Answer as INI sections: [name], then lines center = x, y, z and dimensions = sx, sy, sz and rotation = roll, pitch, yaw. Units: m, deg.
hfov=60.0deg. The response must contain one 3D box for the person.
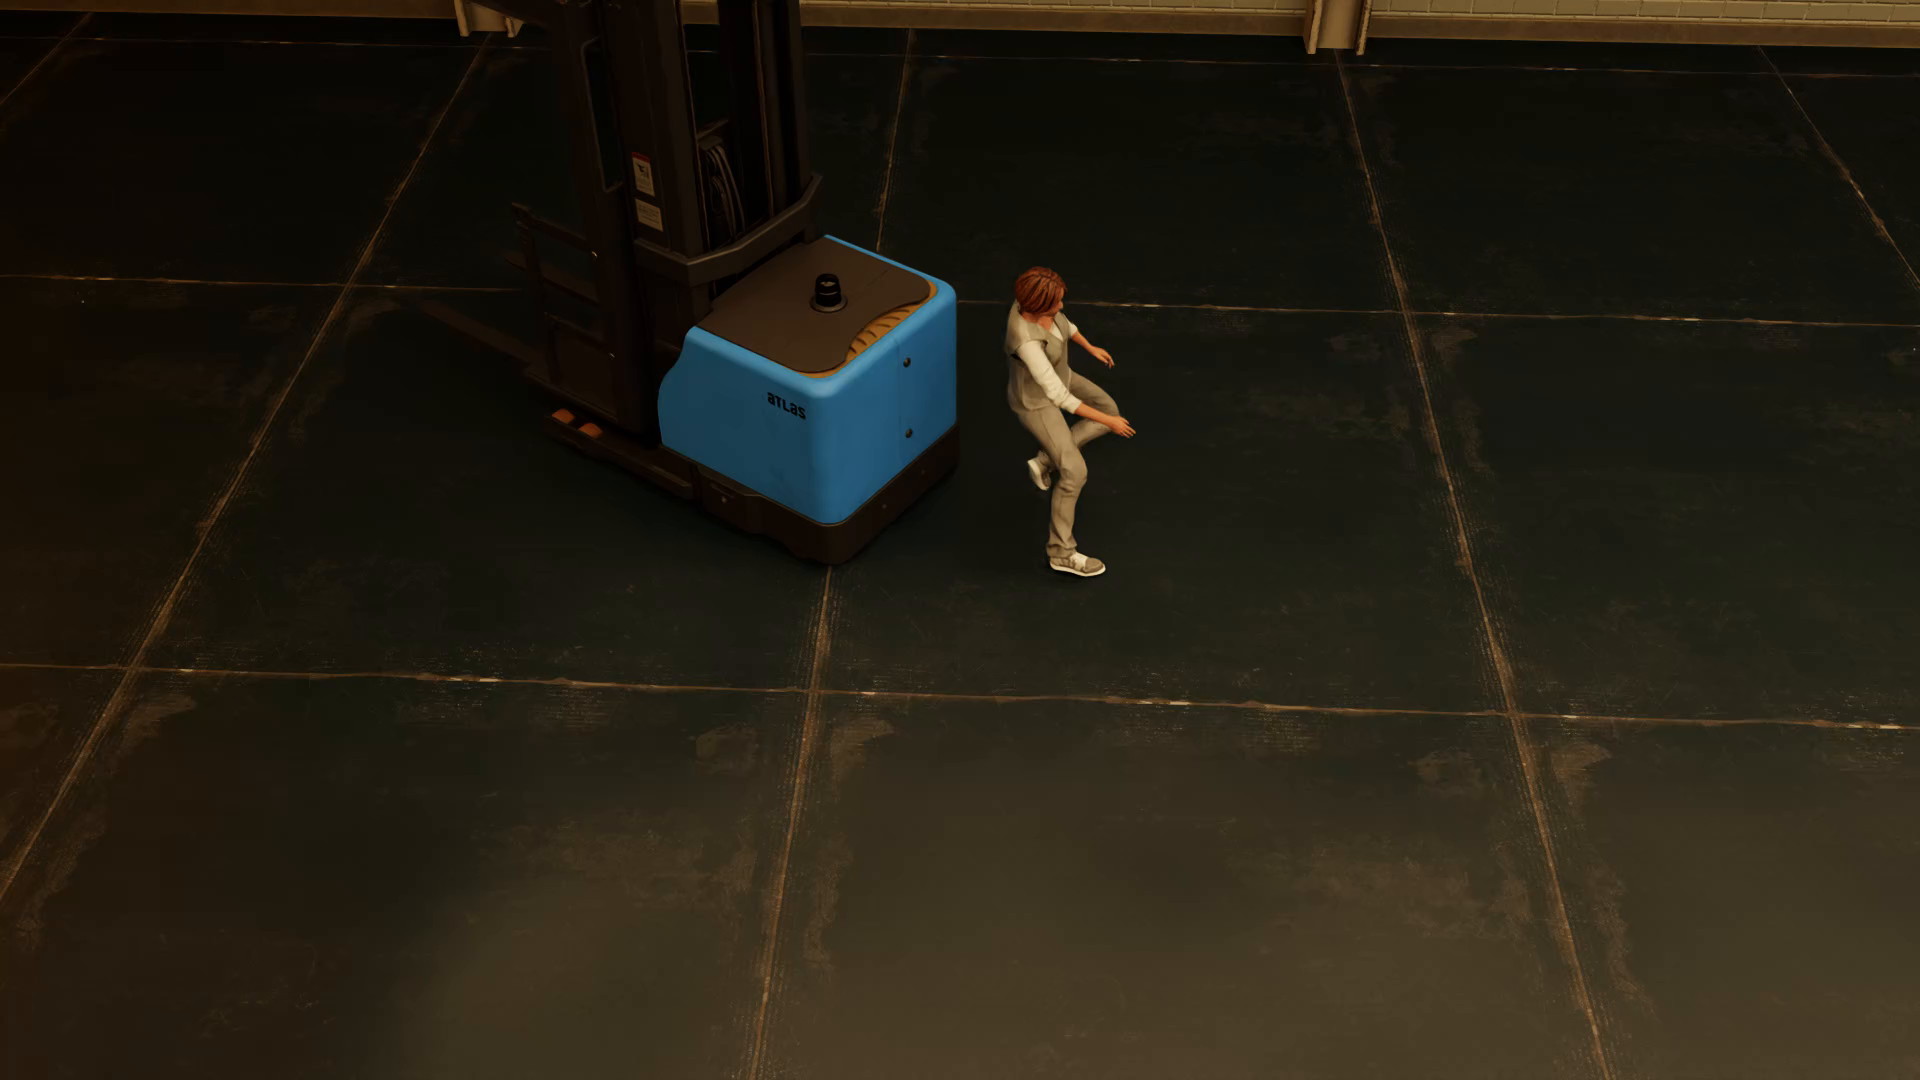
[person]
center = 0.506, -0.600, 7.511
dimensions = 0.655, 1.416, 0.687
rotation = 13, 44, 13

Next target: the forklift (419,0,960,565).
[forklift]
center = -1.495, -1.768, 7.679
dimensions = 3.031, 2.935, 1.130
rotation = 26, 48, 25
